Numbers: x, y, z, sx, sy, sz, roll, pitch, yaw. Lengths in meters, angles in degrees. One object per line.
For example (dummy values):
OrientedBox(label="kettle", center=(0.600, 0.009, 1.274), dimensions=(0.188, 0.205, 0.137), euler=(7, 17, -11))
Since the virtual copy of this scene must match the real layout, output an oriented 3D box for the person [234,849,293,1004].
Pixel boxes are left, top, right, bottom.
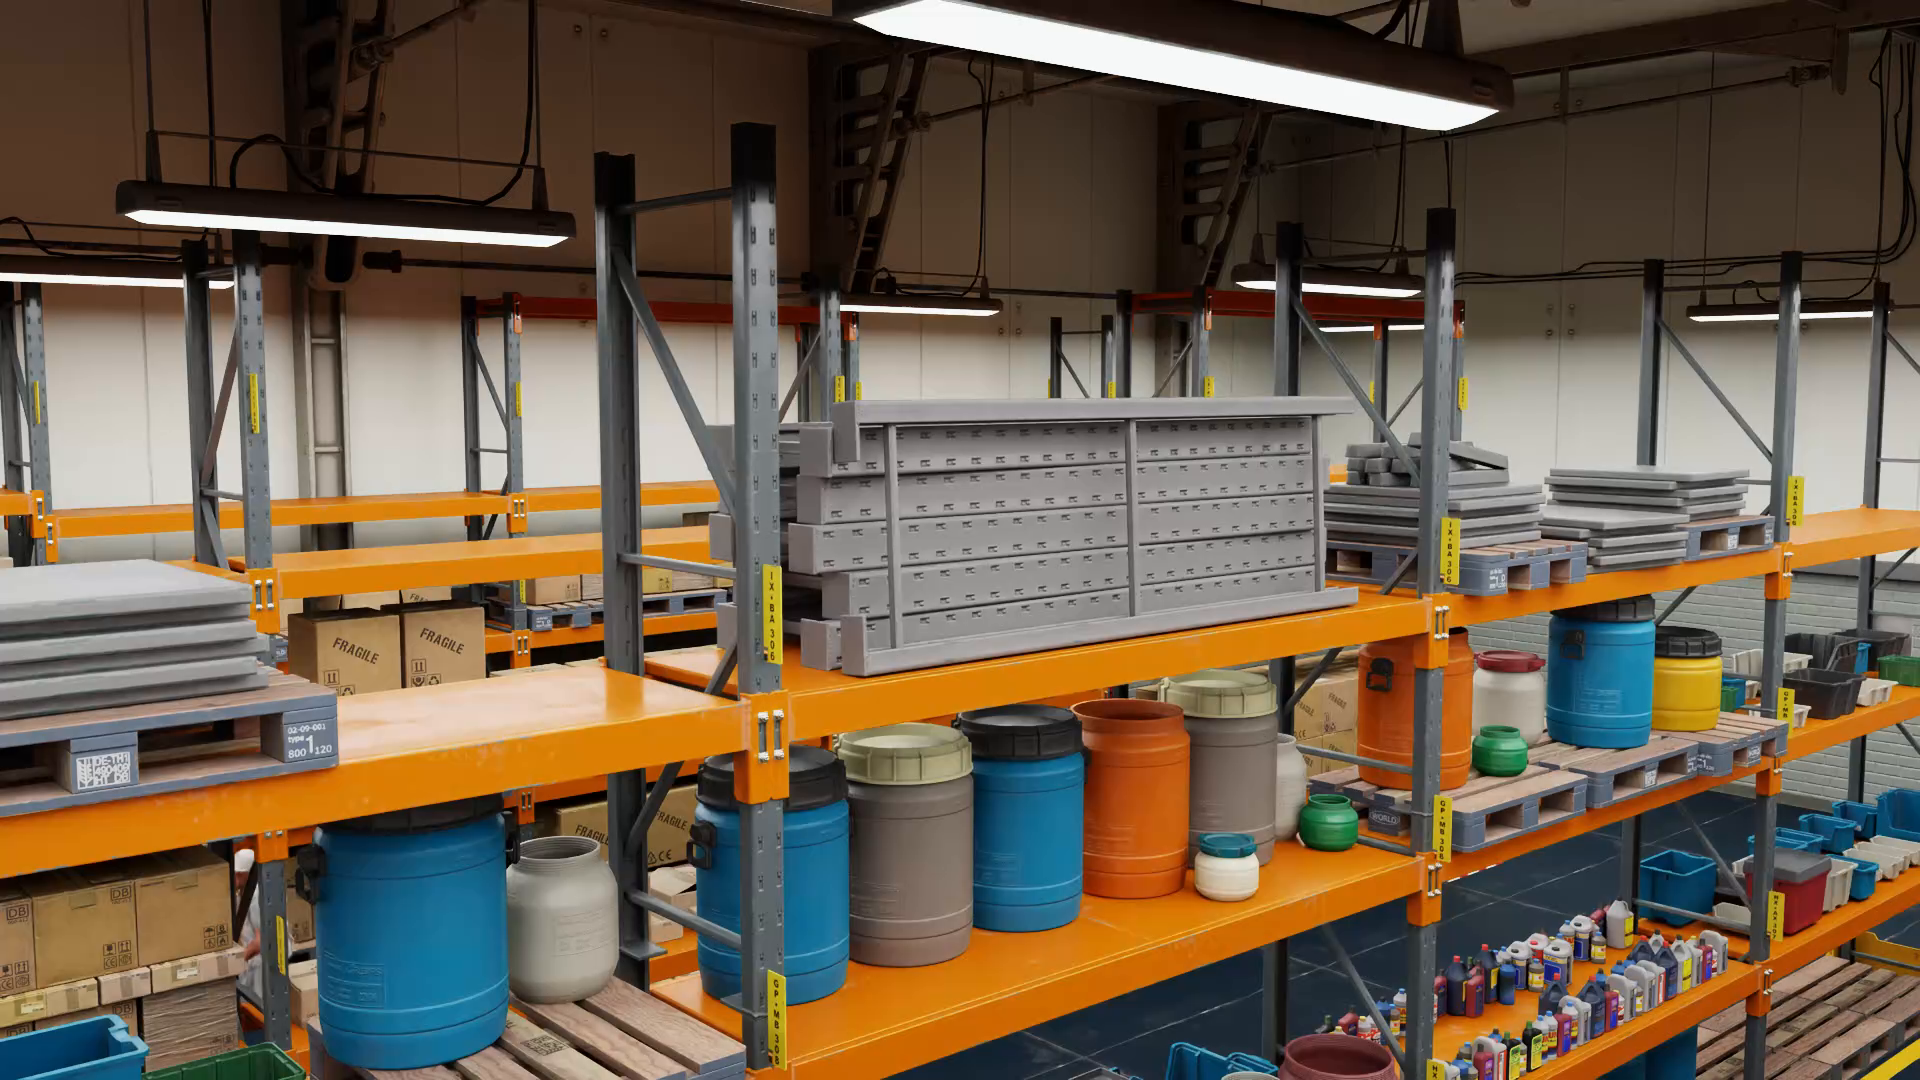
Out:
OrientedBox(label="person", center=(-5.239, 3.121, 12.357), dimensions=(0.779, 1.723, 0.681), euler=(-5, 7, -40))
